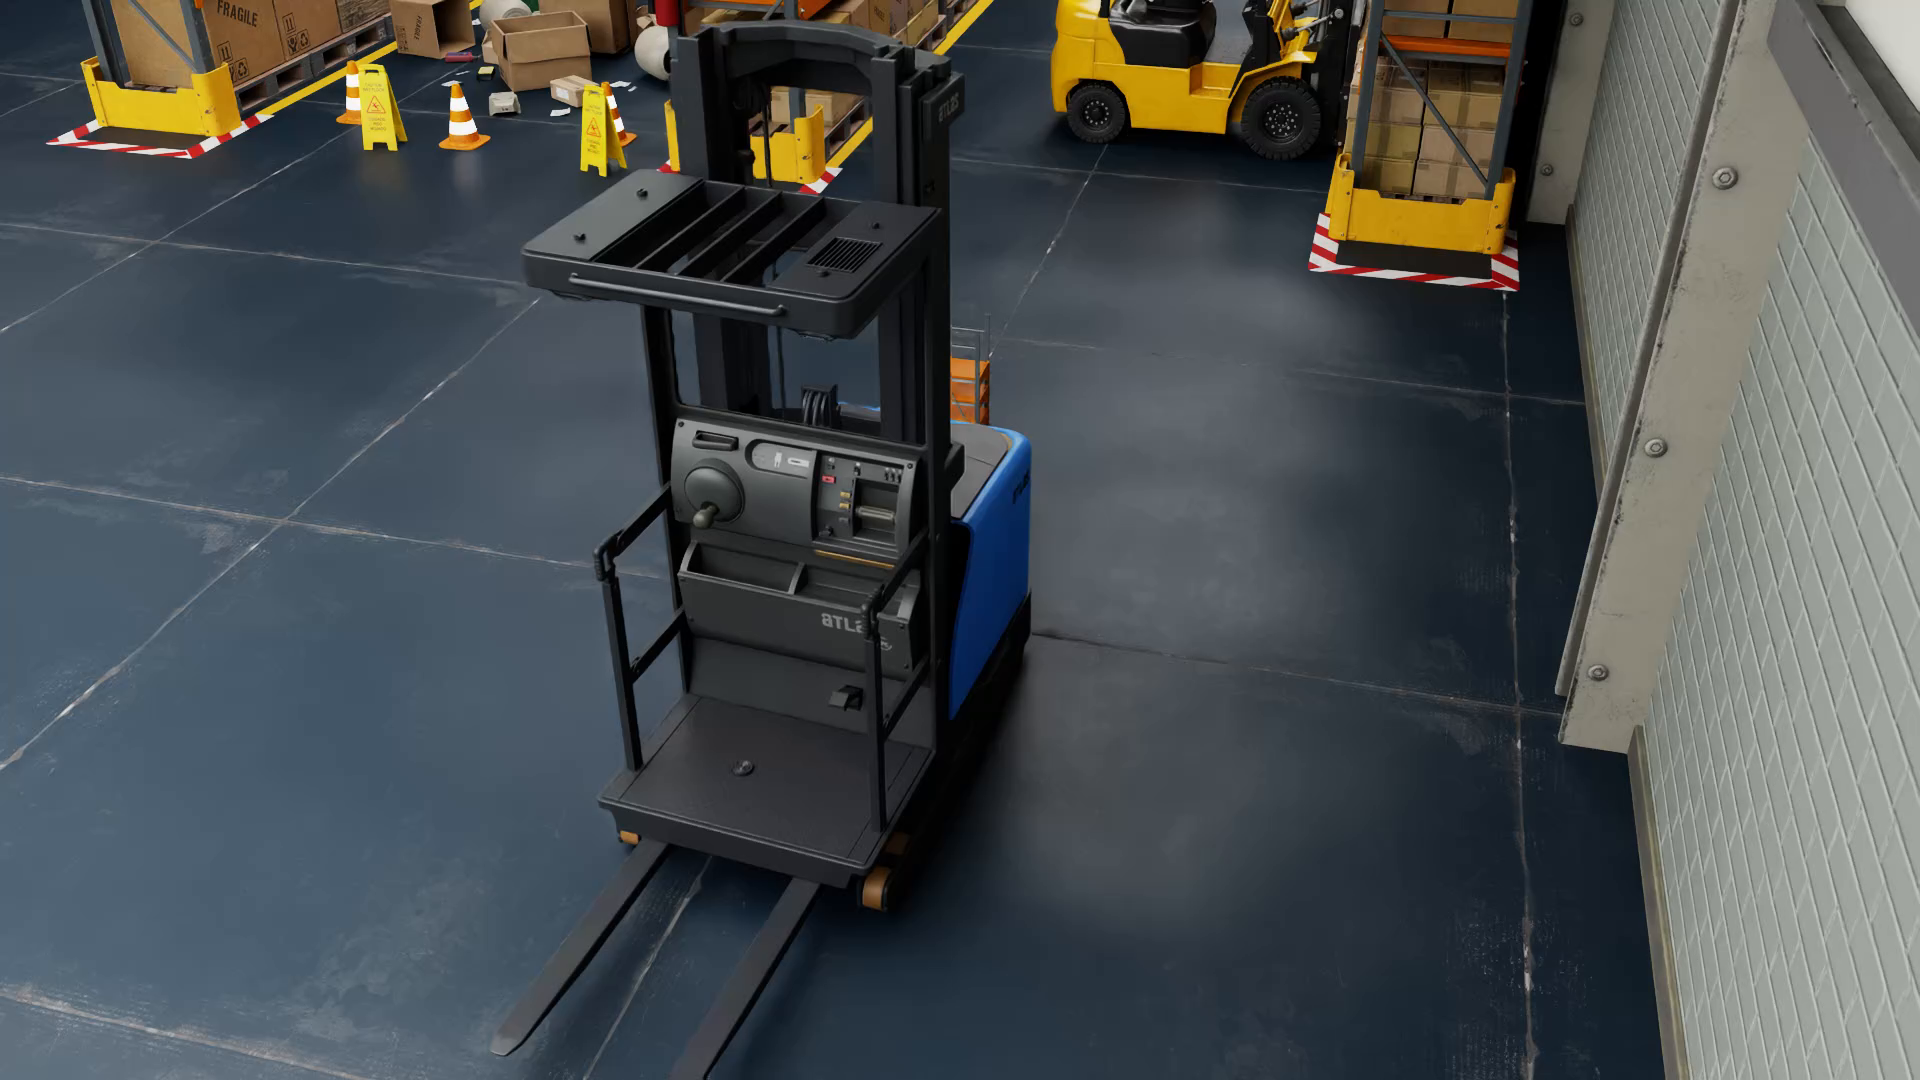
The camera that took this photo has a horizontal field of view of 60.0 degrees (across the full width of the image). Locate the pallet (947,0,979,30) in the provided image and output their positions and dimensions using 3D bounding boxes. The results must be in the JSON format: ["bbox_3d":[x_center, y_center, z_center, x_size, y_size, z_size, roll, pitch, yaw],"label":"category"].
[{"bbox_3d":[-0.425,-5.355,16.477,1.003,0.211,1.213,8,33,12],"label":"pallet"}]

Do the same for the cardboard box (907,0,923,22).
[{"bbox_3d":[-0.639,-4.854,14.561,0.500,0.500,0.500,9,33,13],"label":"cardboard box"}]

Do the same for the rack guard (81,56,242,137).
[{"bbox_3d":[-6.456,-3.606,13.457,1.175,0.500,0.348,8,33,12],"label":"rack guard"}]

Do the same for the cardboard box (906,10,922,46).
[{"bbox_3d":[-0.637,-4.524,14.742,0.500,0.250,0.500,7,33,11],"label":"cardboard box"}]

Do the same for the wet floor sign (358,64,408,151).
[{"bbox_3d":[-4.542,-3.396,12.990,0.267,0.644,0.232,3,33,4],"label":"wet floor sign"}]

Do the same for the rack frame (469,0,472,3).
[{"bbox_3d":[-5.435,-6.749,16.071,1.000,3.000,0.127,8,33,12],"label":"rack frame"}]

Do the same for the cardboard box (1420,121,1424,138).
[{"bbox_3d":[3.602,-3.084,12.010,0.500,0.250,0.500,8,33,12],"label":"cardboard box"}]

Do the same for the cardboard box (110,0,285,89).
[{"bbox_3d":[-6.342,-4.315,13.831,0.875,0.875,0.875,8,33,13],"label":"cardboard box"}]

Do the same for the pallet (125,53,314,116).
[{"bbox_3d":[-6.323,-3.923,14.224,1.003,0.211,1.213,8,33,12],"label":"pallet"}]

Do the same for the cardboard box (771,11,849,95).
[{"bbox_3d":[-1.159,-3.779,12.871,0.500,0.500,0.500,7,33,11],"label":"cardboard box"}]

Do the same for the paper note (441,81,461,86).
[{"bbox_3d":[-4.420,-3.981,14.485,0.144,0.017,0.142,20,38,29],"label":"paper note"}]

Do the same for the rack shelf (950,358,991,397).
[{"bbox_3d":[-0.004,-0.765,7.747,0.258,0.103,0.180,8,33,12],"label":"rack shelf"}]

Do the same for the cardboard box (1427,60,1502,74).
[{"bbox_3d":[3.594,-3.301,11.886,0.500,0.250,0.500,8,33,12],"label":"cardboard box"}]

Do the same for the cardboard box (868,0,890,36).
[{"bbox_3d":[-0.895,-4.310,13.706,0.500,0.500,0.500,9,33,13],"label":"cardboard box"}]

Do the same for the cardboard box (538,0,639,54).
[{"bbox_3d":[-3.410,-4.799,15.203,0.797,0.637,0.503,8,33,12],"label":"cardboard box"}]

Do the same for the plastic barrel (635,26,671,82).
[{"bbox_3d":[-2.577,-4.243,14.530,0.421,0.421,0.512,-21,38,-29],"label":"plastic barrel"}]

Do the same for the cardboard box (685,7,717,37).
[{"bbox_3d":[-2.209,-4.703,15.180,0.500,0.500,0.500,-21,38,-29],"label":"cardboard box"}]

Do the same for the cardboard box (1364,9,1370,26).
[{"bbox_3d":[3.359,-3.890,12.812,0.500,0.250,0.500,7,33,11],"label":"cardboard box"}]

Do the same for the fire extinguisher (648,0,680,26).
[{"bbox_3d":[-2.111,-4.023,11.854,0.296,0.674,0.183,8,33,12],"label":"fire extinguisher"}]

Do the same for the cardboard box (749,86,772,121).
[{"bbox_3d":[-1.685,-3.538,13.190,0.500,0.250,0.500,8,33,12],"label":"cardboard box"}]

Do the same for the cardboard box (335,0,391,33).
[{"bbox_3d":[-5.887,-5.245,15.293,0.875,0.875,0.875,8,33,13],"label":"cardboard box"}]

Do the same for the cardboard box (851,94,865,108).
[{"bbox_3d":[-1.027,-3.714,13.468,0.500,0.250,0.500,9,34,14],"label":"cardboard box"}]

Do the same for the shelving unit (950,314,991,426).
[{"bbox_3d":[-0.004,-0.499,7.916,0.258,1.200,0.189,8,33,12],"label":"shelving unit"}]

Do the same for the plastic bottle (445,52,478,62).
[{"bbox_3d":[-4.515,-4.381,15.085,0.283,0.061,0.133,-3,33,-4],"label":"plastic bottle"}]

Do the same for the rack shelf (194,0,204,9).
[{"bbox_3d":[-5.942,-5.408,14.632,1.077,0.370,4.000,8,33,12],"label":"rack shelf"}]

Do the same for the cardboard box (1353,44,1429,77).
[{"bbox_3d":[3.105,-3.364,11.986,0.500,0.250,0.500,9,33,13],"label":"cardboard box"}]

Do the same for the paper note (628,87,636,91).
[{"bbox_3d":[-2.830,-3.902,14.378,0.032,0.001,0.123,8,33,12],"label":"paper note"}]

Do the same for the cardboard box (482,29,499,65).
[{"bbox_3d":[-4.090,-4.453,15.007,0.396,0.266,0.258,14,35,21],"label":"cardboard box"}]

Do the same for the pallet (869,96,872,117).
[{"bbox_3d":[-1.065,-3.963,14.287,1.003,0.211,1.213,8,33,12],"label":"pallet"}]

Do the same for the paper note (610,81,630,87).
[{"bbox_3d":[-2.961,-3.976,14.487,0.148,0.019,0.142,20,38,29],"label":"paper note"}]

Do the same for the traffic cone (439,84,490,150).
[{"bbox_3d":[-3.935,-3.355,13.096,0.336,0.463,0.334,8,33,12],"label":"traffic cone"}]

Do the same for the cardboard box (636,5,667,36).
[{"bbox_3d":[-2.904,-4.844,15.622,0.258,0.266,0.396,-14,35,-21],"label":"cardboard box"}]

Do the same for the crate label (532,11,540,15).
[{"bbox_3d":[-4.055,-4.976,15.950,0.298,0.136,0.250,-14,35,-21],"label":"crate label"}]

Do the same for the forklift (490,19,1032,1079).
[{"bbox_3d":[-0.666,-0.127,5.718,1.130,2.935,3.031,11,34,17],"label":"forklift"}]

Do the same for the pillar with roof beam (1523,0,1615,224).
[{"bbox_3d":[0.050,-6.735,10.456,9.100,9.000,0.400,8,33,12],"label":"pillar with roof beam"}]

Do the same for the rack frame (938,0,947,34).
[{"bbox_3d":[-0.621,-6.128,15.093,1.000,3.000,0.127,8,33,12],"label":"rack frame"}]

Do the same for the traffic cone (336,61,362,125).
[{"bbox_3d":[-4.942,-3.685,13.616,0.336,0.463,0.334,8,33,12],"label":"traffic cone"}]

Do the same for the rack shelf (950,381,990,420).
[{"bbox_3d":[-0.004,-0.664,7.811,0.258,0.103,0.180,8,33,12],"label":"rack shelf"}]

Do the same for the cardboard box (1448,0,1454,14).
[{"bbox_3d":[3.671,-3.913,11.516,0.500,0.500,0.500,9,34,14],"label":"cardboard box"}]

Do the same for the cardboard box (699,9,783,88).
[{"bbox_3d":[-1.685,-3.837,12.962,0.500,0.500,0.500,8,33,13],"label":"cardboard box"}]

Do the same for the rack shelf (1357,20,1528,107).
[{"bbox_3d":[3.673,-4.113,12.594,1.077,0.370,4.000,8,33,12],"label":"rack shelf"}]

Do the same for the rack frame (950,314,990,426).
[{"bbox_3d":[0.020,-0.546,7.991,0.240,1.200,0.006,8,33,12],"label":"rack frame"}]

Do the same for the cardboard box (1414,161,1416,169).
[{"bbox_3d":[3.115,-2.939,12.248,0.500,0.250,0.500,8,33,12],"label":"cardboard box"}]

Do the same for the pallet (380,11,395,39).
[{"bbox_3d":[-5.704,-5.189,16.215,1.003,0.211,1.213,8,33,12],"label":"pallet"}]
